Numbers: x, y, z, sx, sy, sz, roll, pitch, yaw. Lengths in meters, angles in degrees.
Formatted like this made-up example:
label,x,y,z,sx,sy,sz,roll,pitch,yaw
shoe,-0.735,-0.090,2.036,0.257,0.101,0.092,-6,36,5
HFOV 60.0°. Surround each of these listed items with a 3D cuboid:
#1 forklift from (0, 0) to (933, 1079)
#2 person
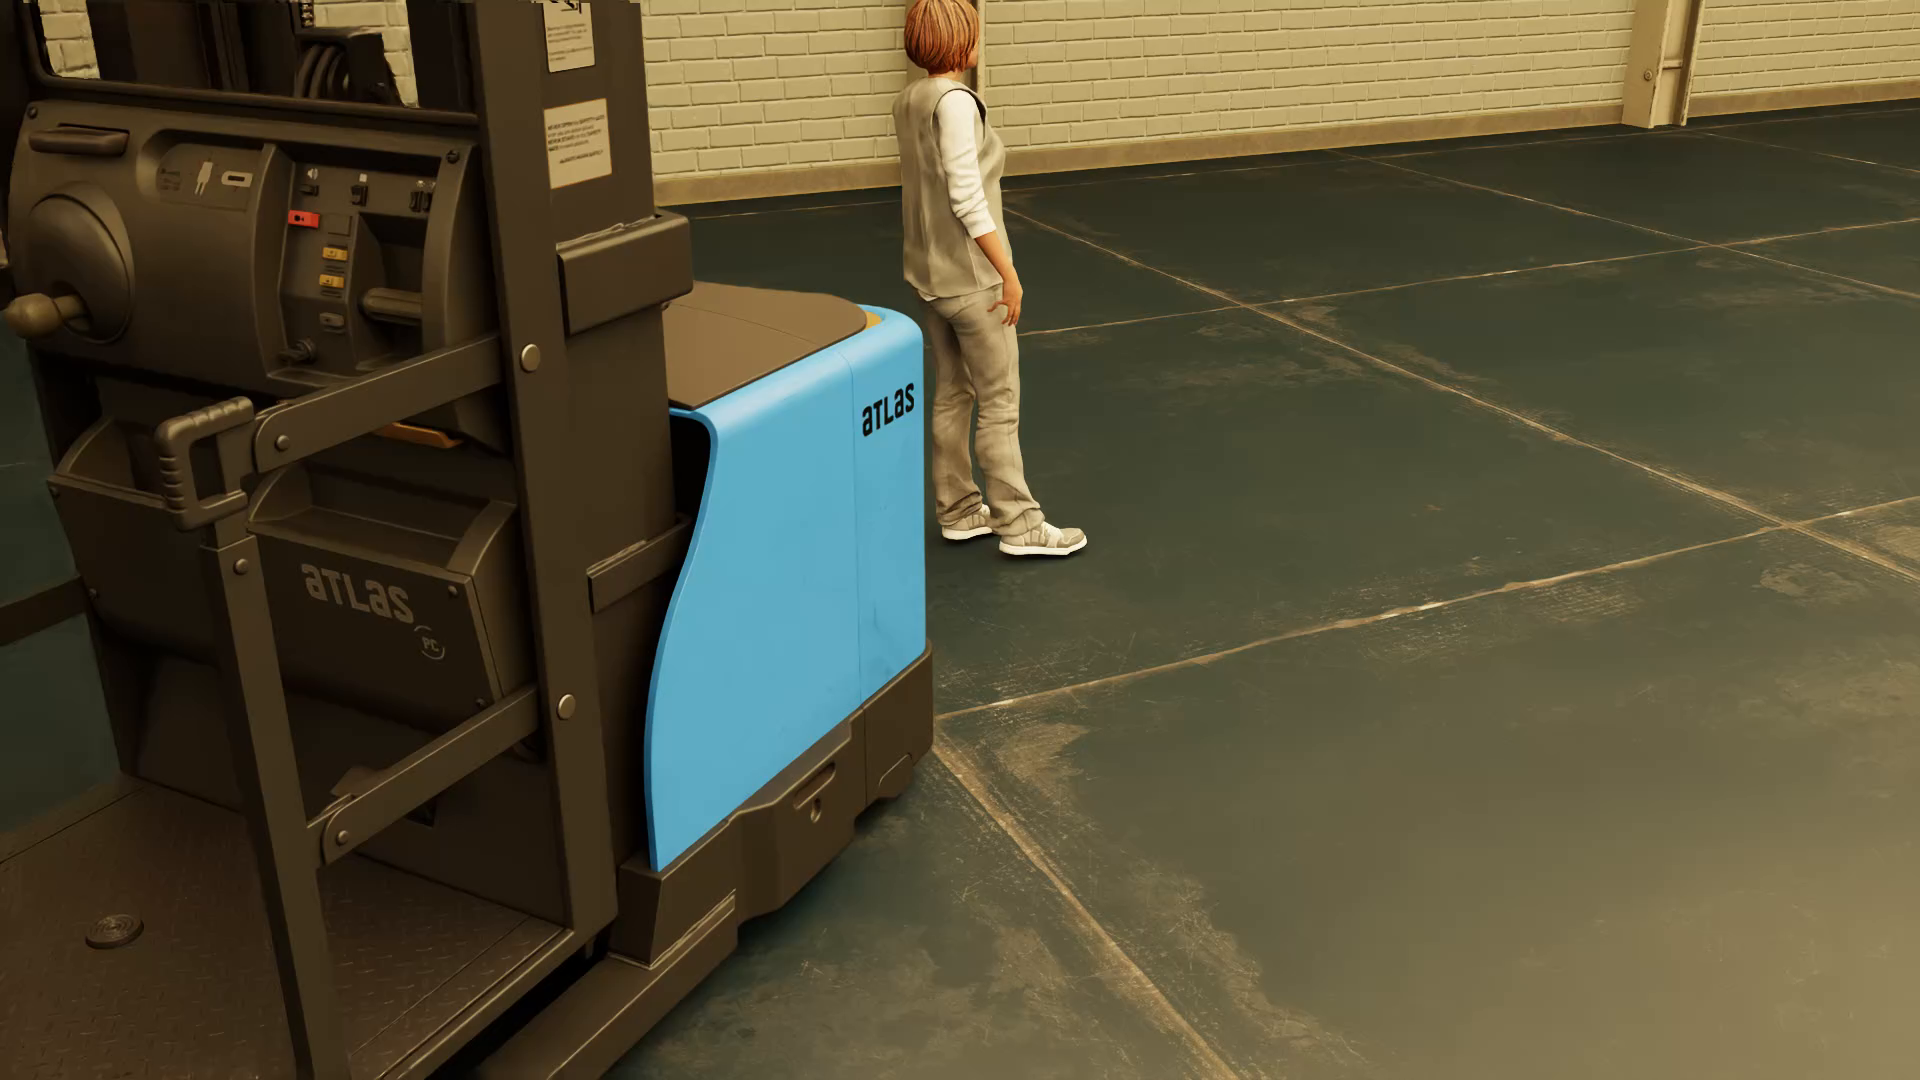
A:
label,x,y,z,sx,sy,sz,roll,pitch,yaw
forklift,-1.189,-0.422,2.302,1.130,2.935,3.031,11,25,25
person,0.074,-0.752,4.815,0.473,1.599,0.520,-10,25,-23
